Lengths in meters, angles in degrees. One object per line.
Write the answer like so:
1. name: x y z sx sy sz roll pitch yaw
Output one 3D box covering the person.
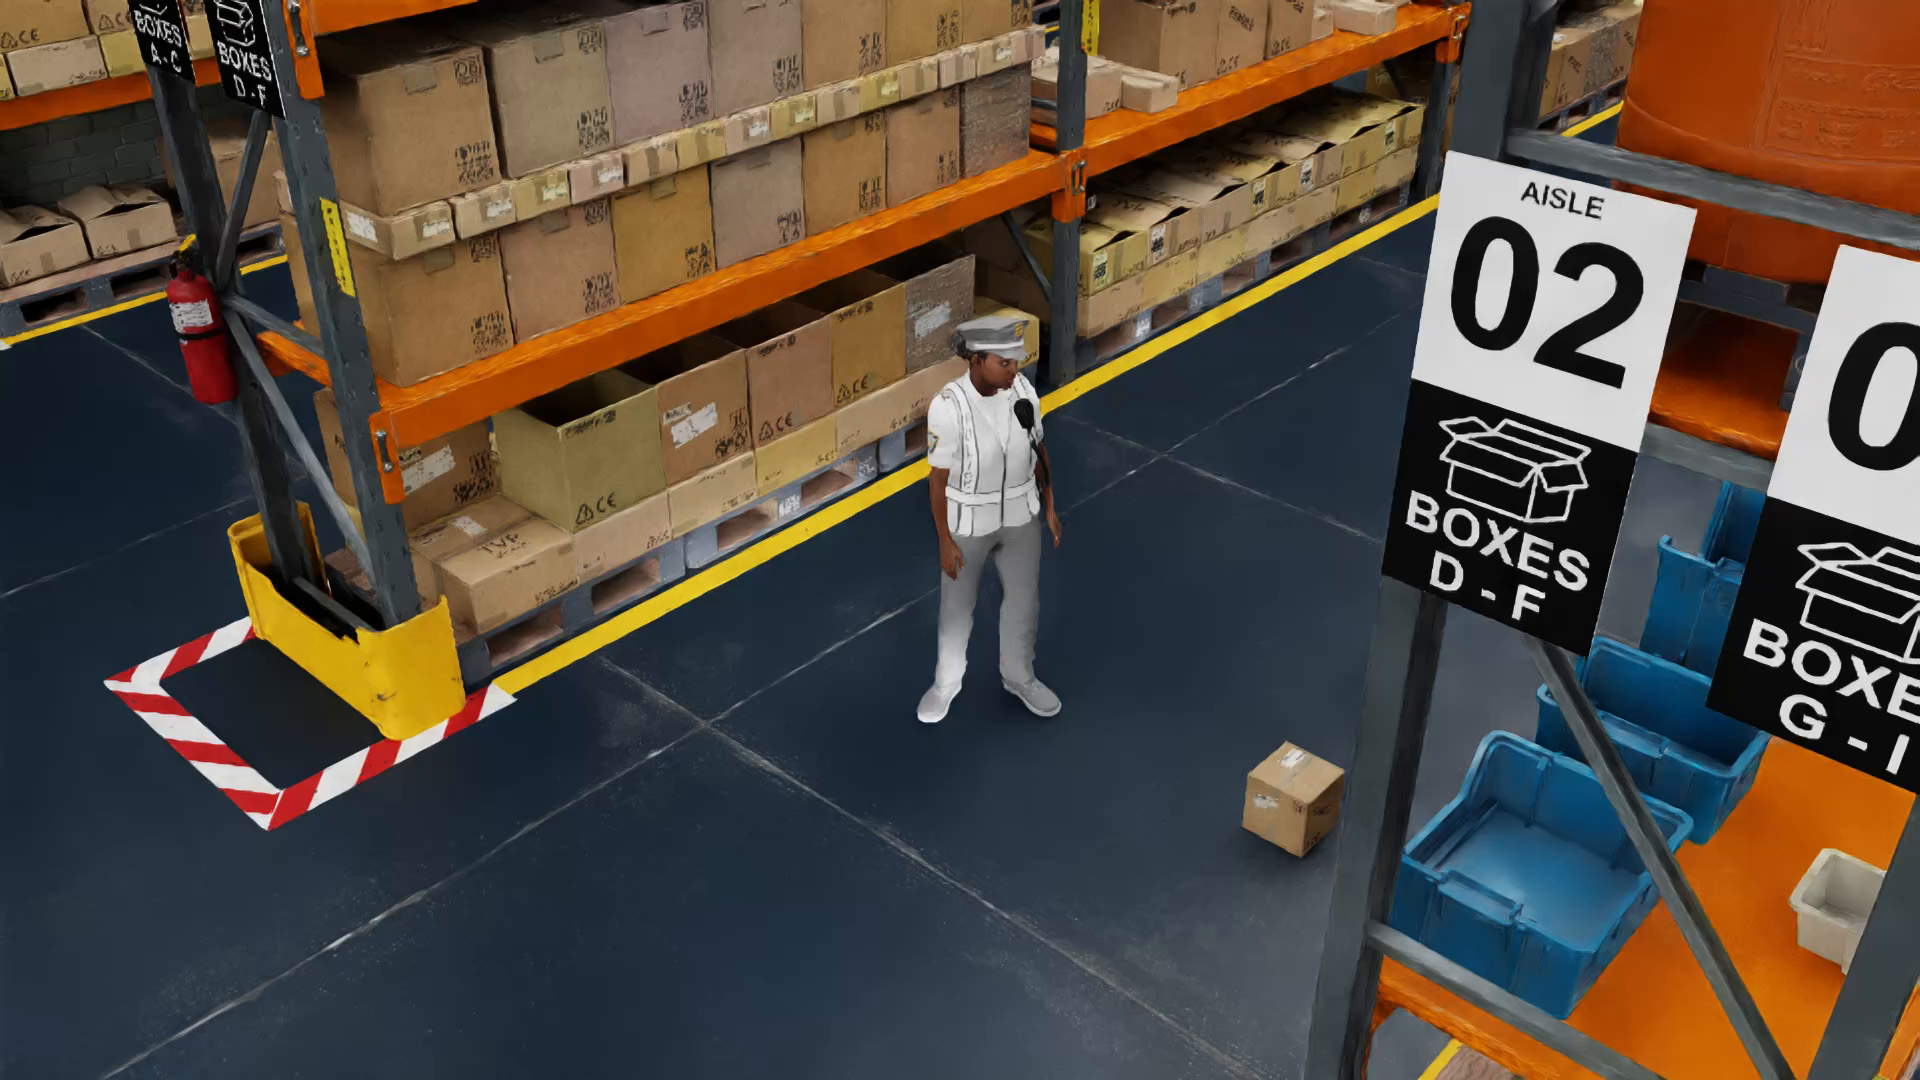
1. person: 0.103 -0.064 6.183 0.577 1.682 0.369 -12 33 -18
